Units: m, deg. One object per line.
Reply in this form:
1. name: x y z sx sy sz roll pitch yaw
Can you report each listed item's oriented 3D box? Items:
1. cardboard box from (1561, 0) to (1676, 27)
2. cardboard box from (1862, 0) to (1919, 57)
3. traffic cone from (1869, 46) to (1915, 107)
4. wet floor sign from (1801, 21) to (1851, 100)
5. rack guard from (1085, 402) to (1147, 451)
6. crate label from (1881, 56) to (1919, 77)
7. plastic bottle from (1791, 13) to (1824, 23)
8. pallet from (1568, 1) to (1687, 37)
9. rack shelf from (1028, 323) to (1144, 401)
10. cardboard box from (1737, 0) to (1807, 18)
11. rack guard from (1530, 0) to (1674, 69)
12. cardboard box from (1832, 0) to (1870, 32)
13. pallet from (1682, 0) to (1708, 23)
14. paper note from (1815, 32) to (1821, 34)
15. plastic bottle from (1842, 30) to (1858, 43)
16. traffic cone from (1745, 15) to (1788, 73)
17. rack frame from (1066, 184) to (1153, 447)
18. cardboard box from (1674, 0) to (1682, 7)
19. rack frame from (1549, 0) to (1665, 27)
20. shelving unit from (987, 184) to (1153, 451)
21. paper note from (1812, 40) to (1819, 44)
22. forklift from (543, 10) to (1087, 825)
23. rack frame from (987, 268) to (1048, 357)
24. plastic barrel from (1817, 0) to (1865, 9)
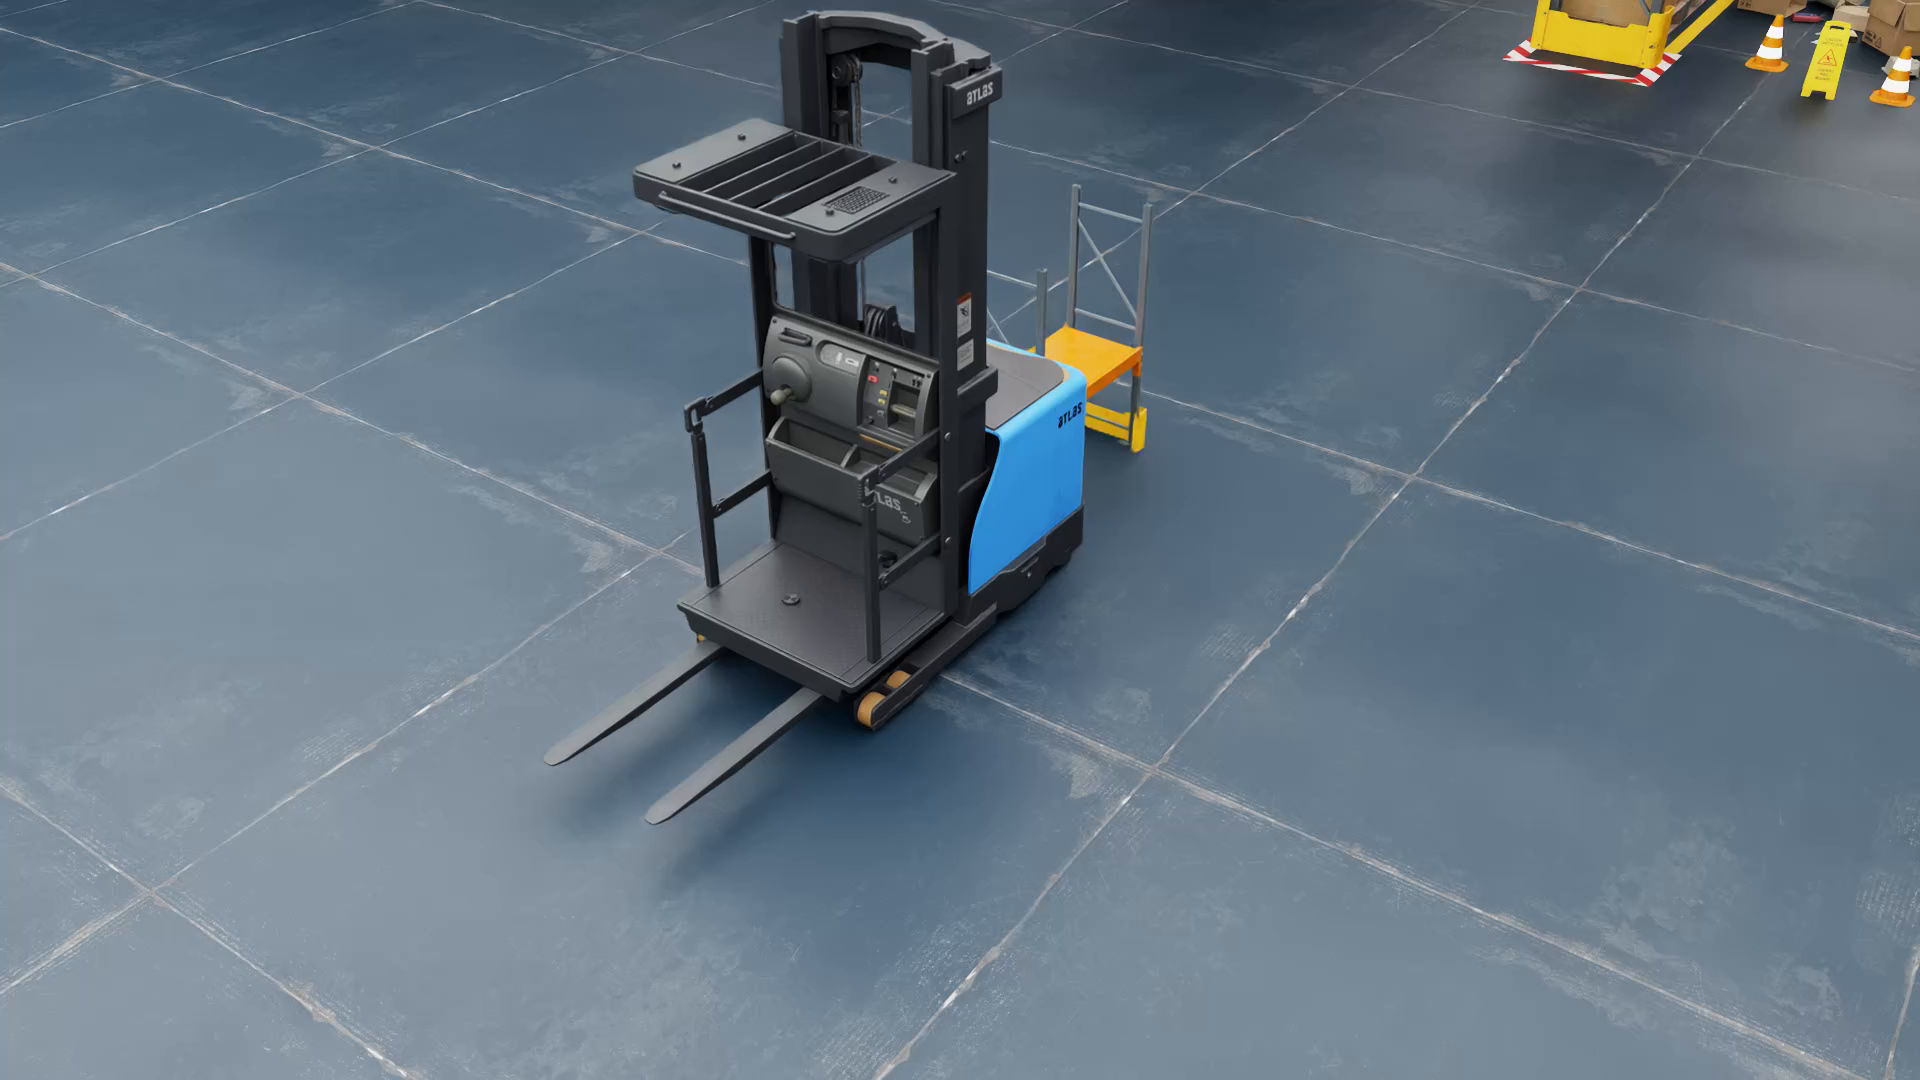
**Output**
1. cardboard box: 6.352 -5.483 15.878 0.875 0.875 0.875 21 40 28
2. cardboard box: 9.065 -4.905 15.729 0.797 0.503 0.637 -3 34 -4
3. traffic cone: 8.223 -4.079 14.544 0.336 0.463 0.334 21 39 28
4. wet floor sign: 7.630 -4.235 14.612 0.267 0.644 0.232 14 37 20
5. rack guard: 0.824 -0.730 9.782 0.587 0.250 0.087 22 40 29
6. crate label: 8.621 -4.325 15.200 0.250 0.136 0.298 3 34 4
7. plastic bottle: 8.443 -5.197 16.556 0.283 0.061 0.133 8 35 12
8. pallet: 6.411 -5.094 16.270 1.003 0.211 1.213 21 39 28
9. rack shelf: 0.524 -0.870 9.194 0.538 0.185 1.000 22 40 29
10. cardboard box: 8.258 -5.620 16.788 0.500 0.500 0.500 29 44 36
11. rack guard: 6.006 -4.810 15.592 1.175 0.500 0.348 21 39 28
12. cardboard box: 8.833 -5.185 16.356 0.396 0.266 0.258 29 44 36
13. pallet: 7.107 -5.653 17.097 1.003 0.211 1.213 21 39 28
14. paper note: 8.400 -4.948 16.233 0.123 0.001 0.032 -15 37 -21
15. plastic bottle: 8.595 -4.889 16.100 0.133 0.061 0.283 8 35 12
16. traffic cone: 7.489 -4.596 15.309 0.336 0.463 0.334 21 39 28
17. rack frame: 0.825 -1.249 9.433 0.500 1.500 0.032 22 40 29
18. cardboard box: 6.852 -5.889 16.478 0.875 0.875 0.875 21 39 27
19. rack frame: 6.019 -5.856 14.908 1.000 3.000 0.127 21 39 28
20. shelving unit: 0.530 -1.023 9.099 0.587 1.500 1.083 22 40 29
21. paper note: 8.285 -4.786 15.977 0.142 0.017 0.144 -22 40 -29
22. forklift: -0.628 -0.659 7.283 1.130 2.935 3.031 22 40 29
23. rack frame: 0.224 -0.789 8.753 0.500 1.500 0.032 22 40 29
24. plastic barrel: 8.914 -5.618 16.855 0.421 0.421 0.512 -9 35 -13
